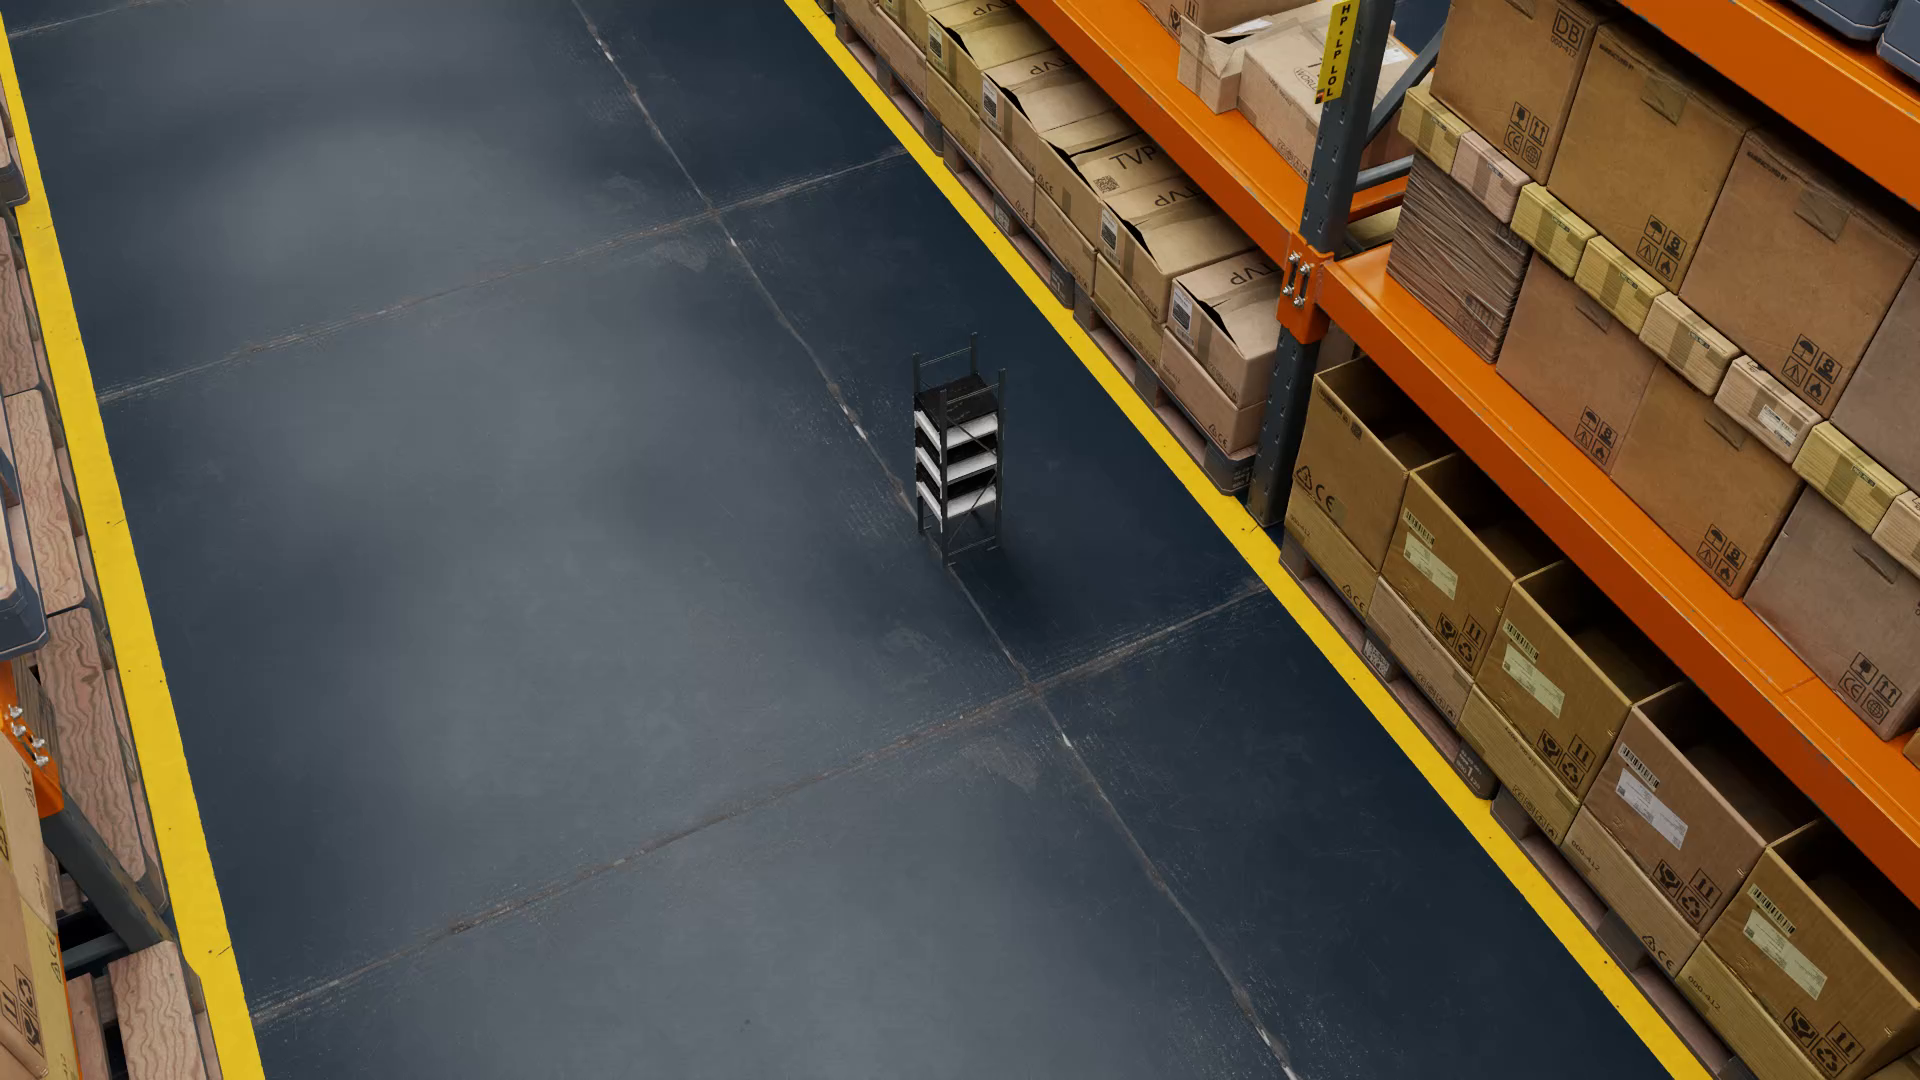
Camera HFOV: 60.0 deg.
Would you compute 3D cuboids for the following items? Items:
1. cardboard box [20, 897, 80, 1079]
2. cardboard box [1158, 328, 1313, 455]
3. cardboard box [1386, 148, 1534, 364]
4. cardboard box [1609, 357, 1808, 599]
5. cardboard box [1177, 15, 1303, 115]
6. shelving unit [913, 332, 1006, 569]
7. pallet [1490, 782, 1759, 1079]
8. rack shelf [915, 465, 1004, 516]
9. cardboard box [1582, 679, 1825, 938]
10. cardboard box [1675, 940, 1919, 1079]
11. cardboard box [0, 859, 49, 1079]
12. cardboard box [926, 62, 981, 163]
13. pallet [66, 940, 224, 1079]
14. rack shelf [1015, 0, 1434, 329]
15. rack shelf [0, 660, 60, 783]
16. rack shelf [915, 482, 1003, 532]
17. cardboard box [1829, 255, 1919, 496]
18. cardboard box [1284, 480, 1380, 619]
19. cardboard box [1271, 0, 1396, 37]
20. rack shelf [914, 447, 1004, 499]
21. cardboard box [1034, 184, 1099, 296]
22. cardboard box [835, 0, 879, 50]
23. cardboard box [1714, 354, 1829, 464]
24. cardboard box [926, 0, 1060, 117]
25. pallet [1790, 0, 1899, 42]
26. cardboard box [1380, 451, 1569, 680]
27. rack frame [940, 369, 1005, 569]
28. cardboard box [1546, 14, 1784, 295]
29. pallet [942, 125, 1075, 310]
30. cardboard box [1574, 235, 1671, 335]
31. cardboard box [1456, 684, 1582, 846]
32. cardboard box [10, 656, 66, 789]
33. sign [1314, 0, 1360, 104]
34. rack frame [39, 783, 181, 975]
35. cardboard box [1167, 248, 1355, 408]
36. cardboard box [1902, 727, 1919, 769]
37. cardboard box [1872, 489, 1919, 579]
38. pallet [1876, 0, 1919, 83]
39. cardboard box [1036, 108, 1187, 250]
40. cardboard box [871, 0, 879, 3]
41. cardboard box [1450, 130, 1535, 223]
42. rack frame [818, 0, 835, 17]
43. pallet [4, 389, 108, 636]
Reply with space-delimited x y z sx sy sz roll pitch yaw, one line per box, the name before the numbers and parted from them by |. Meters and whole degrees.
cardboard box | -2.135 1.062 3.415 0.500 0.250 0.500 -21 52 -17
cardboard box | 1.113 -0.649 6.373 0.500 0.250 0.500 -22 52 -18
cardboard box | 1.769 -0.977 5.045 0.700 0.500 0.500 -22 53 -18
cardboard box | 2.243 -0.289 4.443 0.700 0.500 0.500 -20 52 -17
cardboard box | 0.995 -1.720 5.850 0.396 0.266 0.258 -22 52 -18
shelving unit | -0.004 -0.302 5.916 0.258 0.900 0.210 -21 52 -18
pallet | 2.450 1.044 5.197 1.003 0.211 1.213 -21 52 -18
rack shelf | -0.004 -0.221 6.009 0.258 0.077 0.200 -21 52 -18
cardboard box | 2.183 0.703 4.692 0.500 0.500 0.500 -21 52 -18
cardboard box | 2.413 1.284 4.682 0.500 0.250 0.500 -21 52 -18
cardboard box | -2.117 0.808 3.139 0.500 0.500 0.500 -21 52 -18
cardboard box | 0.183 -2.015 7.567 0.500 0.250 0.500 -22 53 -18
pallet | -2.503 1.825 4.513 1.003 0.211 1.213 -21 52 -18
rack shelf | 0.646 -2.340 6.782 1.077 0.370 4.000 -21 52 -18
rack shelf | -3.757 -0.632 5.288 1.077 0.370 4.000 -21 52 -18
rack shelf | -0.004 -0.161 6.077 0.258 0.077 0.200 -21 52 -18
cardboard box | 2.458 -0.396 3.675 0.700 0.500 0.500 -21 52 -17
cardboard box | 1.503 -0.057 5.855 0.500 0.250 0.500 -21 52 -18
cardboard box | 1.337 -1.819 6.015 0.380 0.149 0.250 -21 52 -18
rack shelf | -0.004 -0.280 5.941 0.258 0.077 0.200 -21 52 -18
cardboard box | 0.649 -1.331 6.969 0.500 0.250 0.500 -20 52 -17
cardboard box | -0.291 -2.697 8.164 0.500 0.250 0.500 -21 52 -18
cardboard box | 2.105 -0.377 4.090 0.380 0.149 0.250 -23 53 -19
cardboard box | 0.188 -2.191 7.349 0.500 0.311 0.500 -22 53 -18
pallet | 1.974 -1.635 3.753 1.003 0.211 1.213 -21 52 -18
cardboard box | 1.730 0.032 5.279 0.500 0.500 0.500 -21 52 -18
rack frame | 0.043 -0.234 5.857 0.240 0.900 0.006 -21 52 -18
cardboard box | 2.002 -1.066 4.261 0.700 0.500 0.500 -21 52 -18
pallet | 0.627 -1.618 7.525 1.003 0.211 1.213 -21 52 -18
cardboard box | 1.867 -0.723 4.393 0.380 0.149 0.250 -22 52 -18
cardboard box | 1.952 0.616 5.266 0.500 0.250 0.500 -21 52 -18
cardboard box | -3.194 0.661 5.047 0.700 0.500 0.500 -20 52 -16
sign | 1.083 -1.400 4.765 0.100 0.325 0.005 -21 52 -18
rack frame | -2.842 0.470 3.846 1.000 3.000 0.127 -21 52 -18
cardboard box | 1.121 -0.829 6.157 0.500 0.311 0.500 -21 52 -18
cardboard box | 2.722 0.405 3.837 0.700 0.500 0.500 -21 52 -17
cardboard box | 2.335 -0.035 3.791 0.380 0.149 0.250 -22 52 -18
pallet | 2.528 -0.820 3.040 1.003 0.211 1.213 -21 52 -18
cardboard box | 0.651 -1.509 6.753 0.500 0.311 0.500 -21 52 -18
cardboard box | -0.291 -2.882 7.953 0.500 0.311 0.500 -20 52 -16
cardboard box | 1.627 -1.071 4.696 0.380 0.149 0.250 -20 52 -17
rack frame | -0.270 -3.916 7.682 1.000 3.000 0.127 -21 52 -18
pallet | -3.762 0.050 6.066 1.003 0.211 1.213 -21 52 -18
